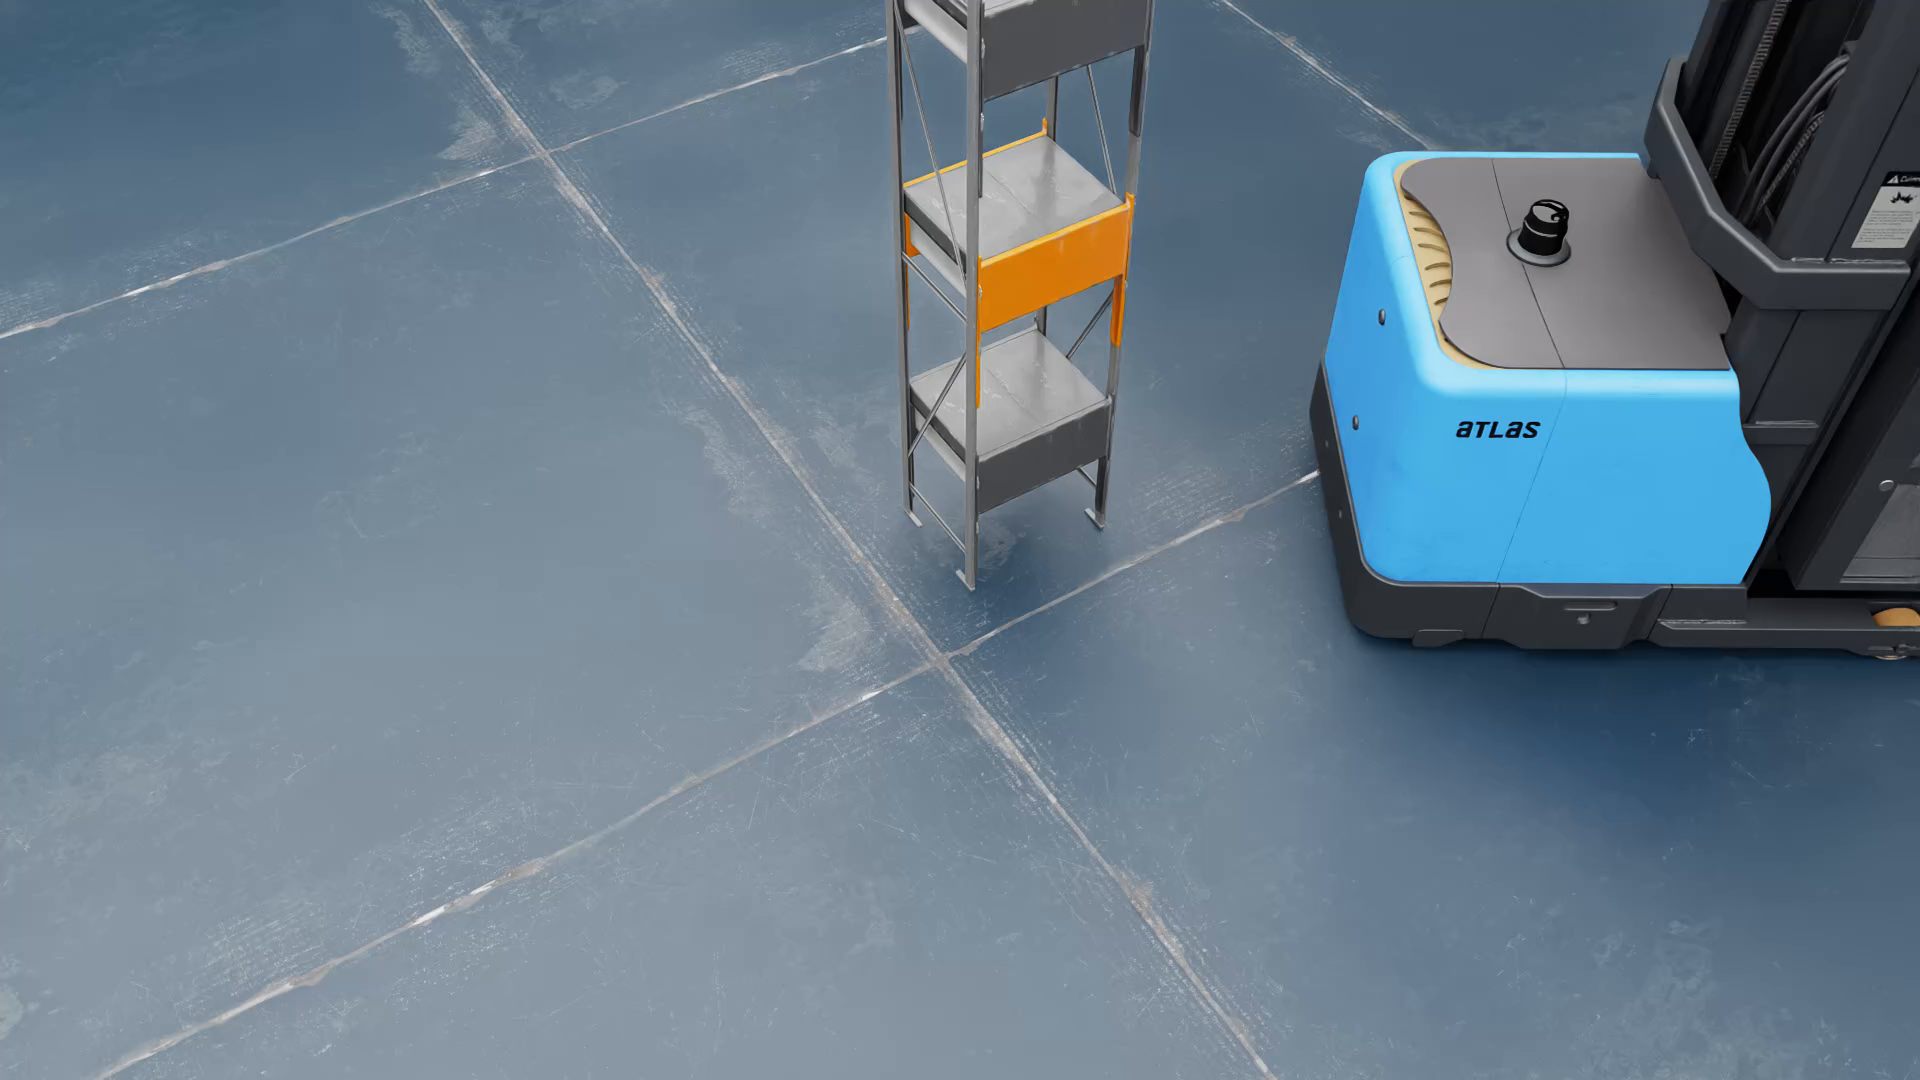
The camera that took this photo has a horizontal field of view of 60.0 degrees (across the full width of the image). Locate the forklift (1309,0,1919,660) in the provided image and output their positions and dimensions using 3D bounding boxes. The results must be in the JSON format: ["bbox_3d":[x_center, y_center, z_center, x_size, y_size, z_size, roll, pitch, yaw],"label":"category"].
[{"bbox_3d":[2.672,-1.021,4.196,3.031,2.935,1.130,0,48,0],"label":"forklift"}]

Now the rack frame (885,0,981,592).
[{"bbox_3d":[-0.066,-0.667,4.438,0.015,2.100,0.400,-25,53,-21],"label":"rack frame"}]

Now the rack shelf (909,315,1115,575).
[{"bbox_3d":[0.140,-0.290,5.058,0.480,0.518,0.431,-25,53,-21],"label":"rack shelf"}]

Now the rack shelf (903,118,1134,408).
[{"bbox_3d":[0.140,-0.755,4.535,0.480,0.518,0.431,-25,53,-21],"label":"rack shelf"}]

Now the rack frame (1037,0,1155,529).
[{"bbox_3d":[0.346,-0.861,4.611,0.015,2.100,0.400,-25,53,-21],"label":"rack frame"}]

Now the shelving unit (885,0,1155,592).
[{"bbox_3d":[0.140,-0.764,4.525,0.503,2.100,0.431,-25,53,-21],"label":"shelving unit"}]

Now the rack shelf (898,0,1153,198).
[{"bbox_3d":[0.140,-1.221,4.012,0.480,0.518,0.431,-25,53,-21],"label":"rack shelf"}]
